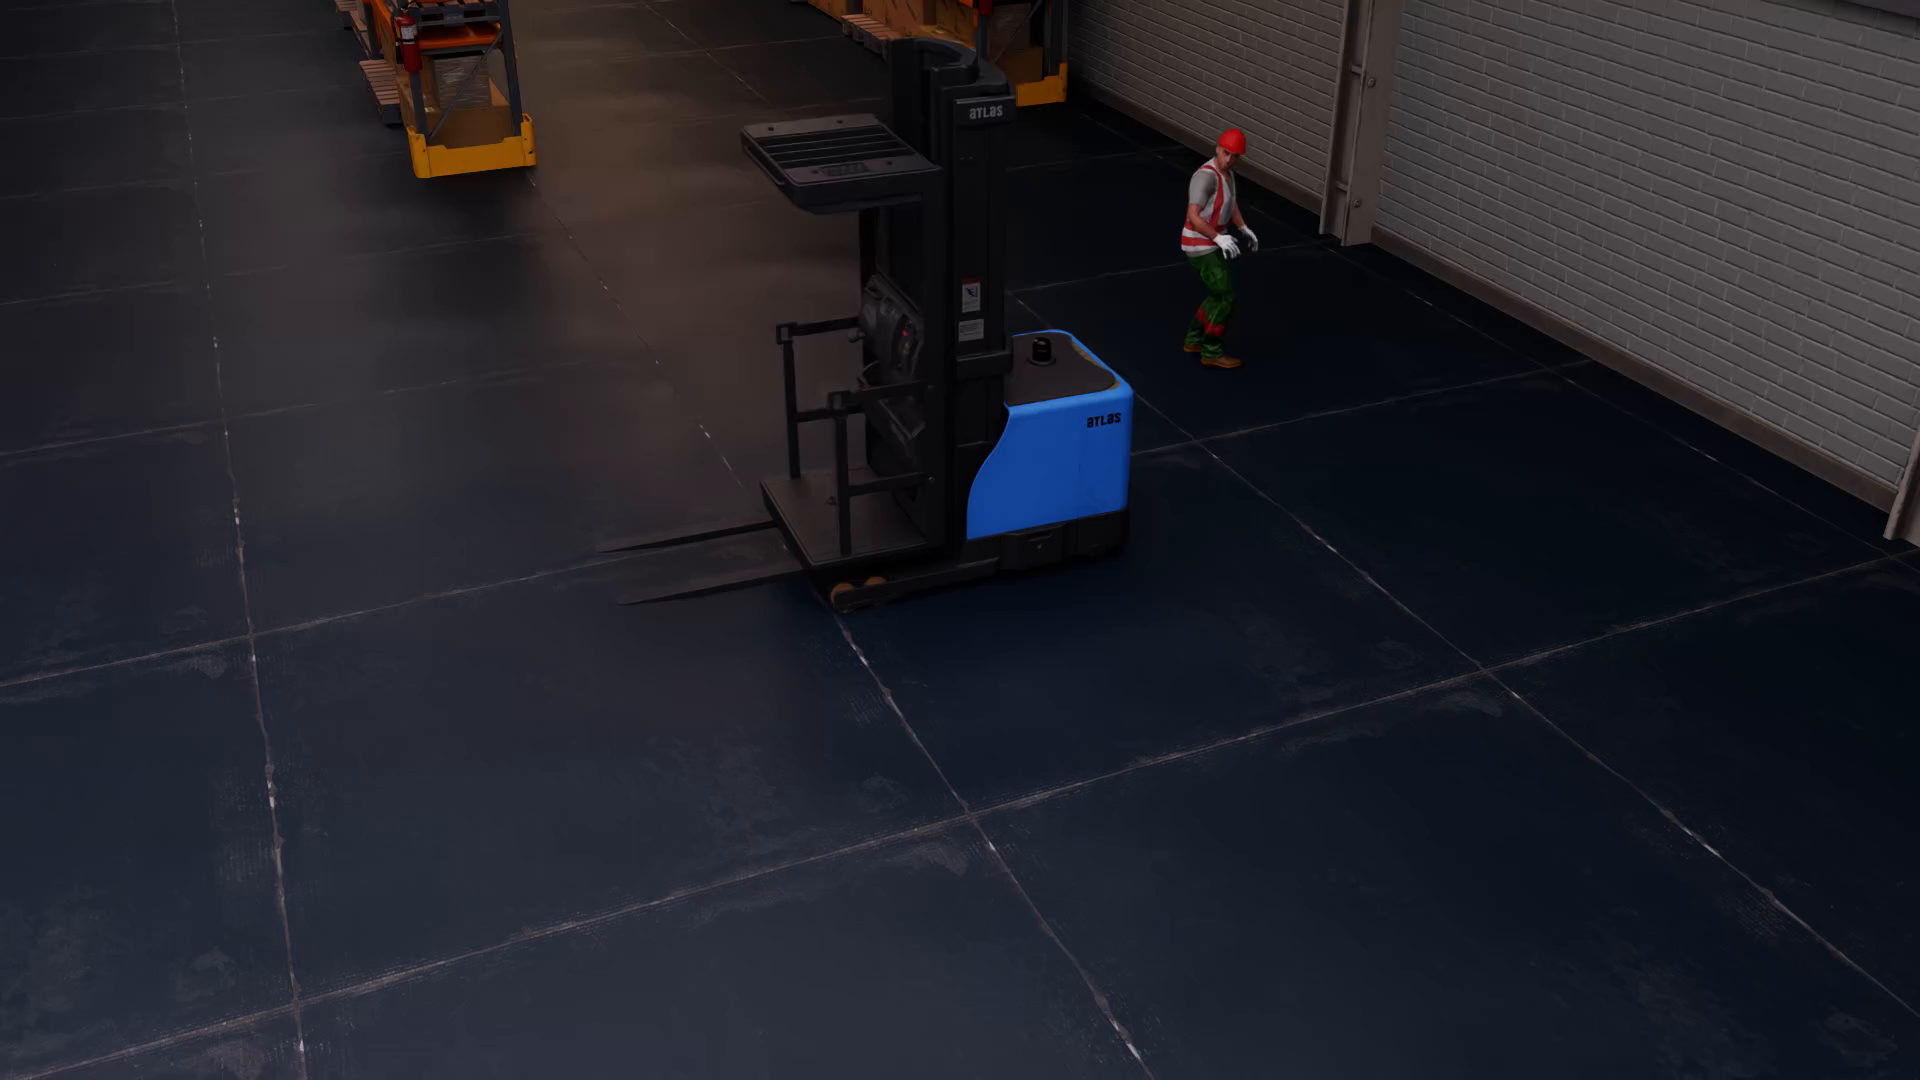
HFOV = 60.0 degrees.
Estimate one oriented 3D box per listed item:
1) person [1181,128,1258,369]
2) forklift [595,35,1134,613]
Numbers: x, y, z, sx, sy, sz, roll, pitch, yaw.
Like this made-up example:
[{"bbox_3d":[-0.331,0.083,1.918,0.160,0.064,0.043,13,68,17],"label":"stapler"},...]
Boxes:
[{"bbox_3d":[1.881,-2.119,12.052,0.518,1.732,0.755,10,31,18],"label":"person"},{"bbox_3d":[-0.567,-1.159,9.146,3.031,2.935,1.130,-11,32,-18],"label":"forklift"}]
